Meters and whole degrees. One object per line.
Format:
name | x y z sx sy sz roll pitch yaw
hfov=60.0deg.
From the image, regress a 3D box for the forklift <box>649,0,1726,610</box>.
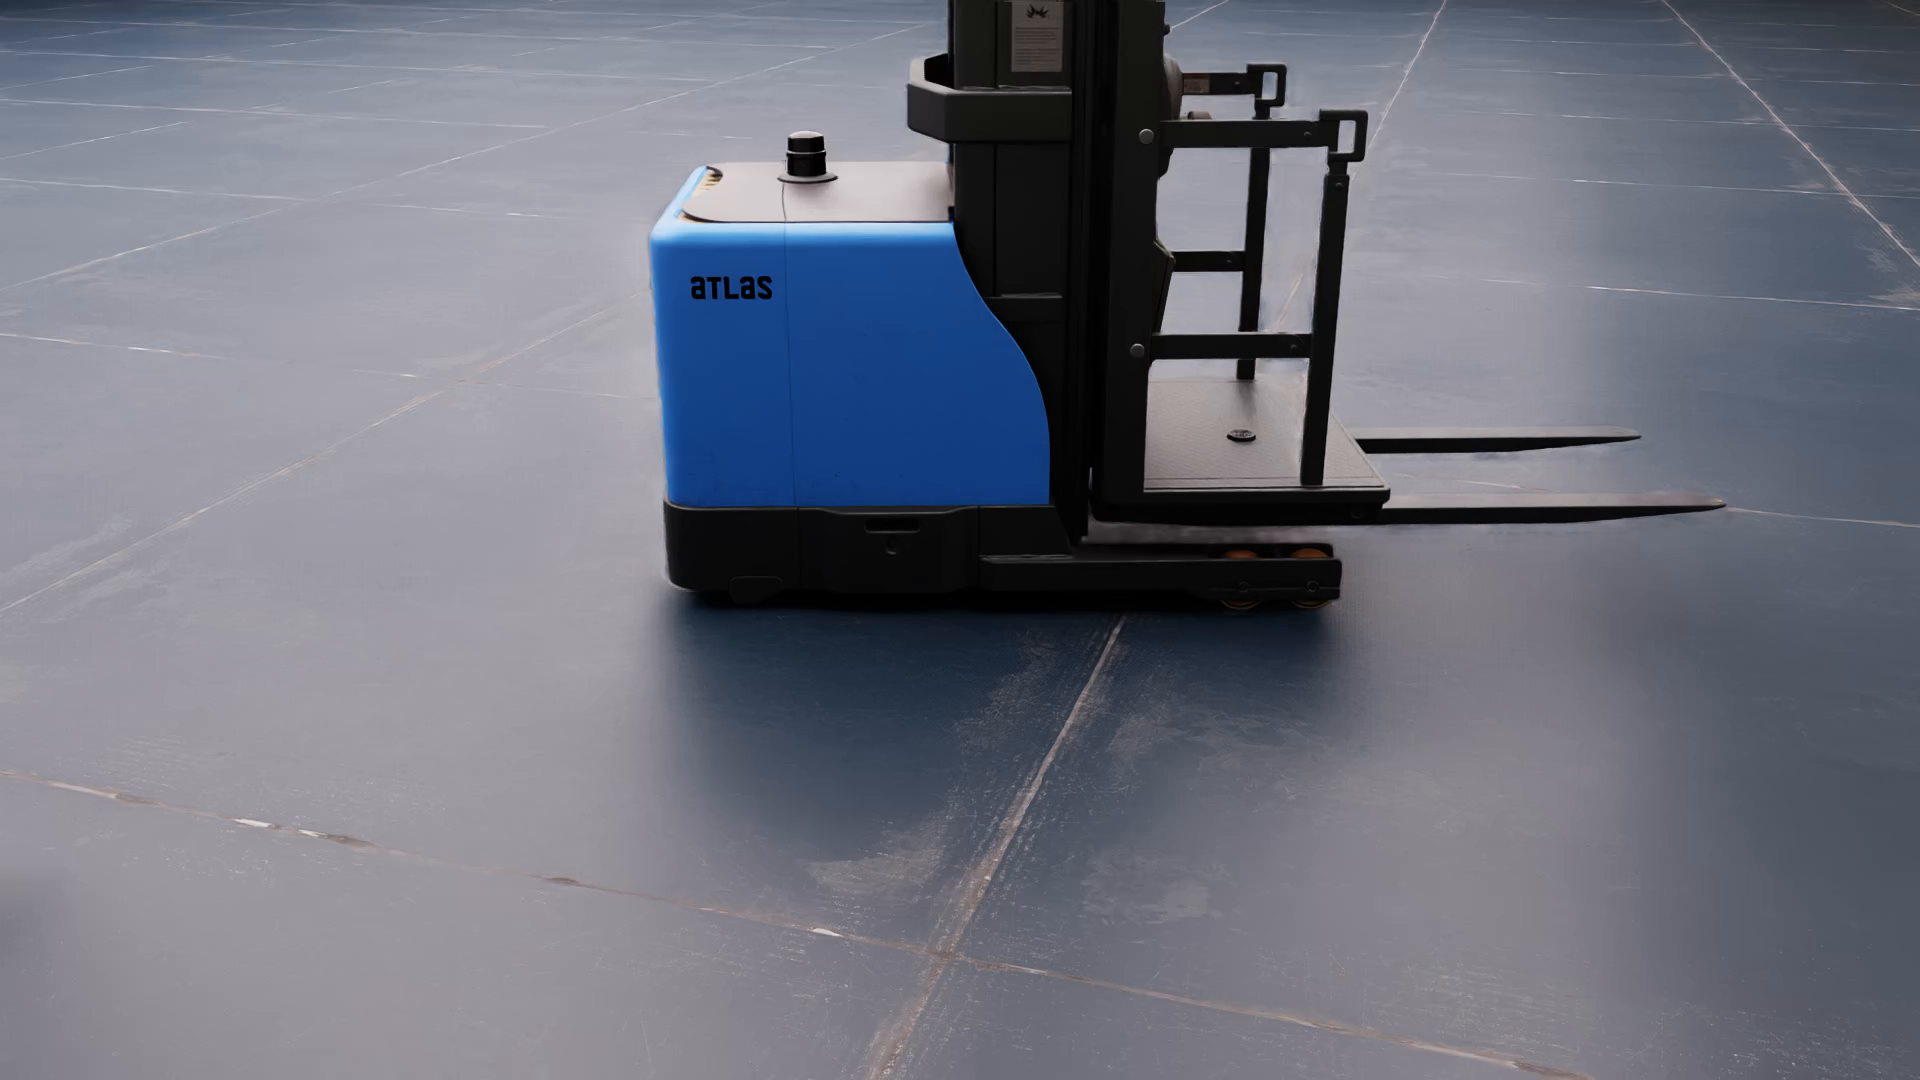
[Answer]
forklift | 0.683 -1.362 4.579 3.031 2.935 1.130 -1 22 -1
